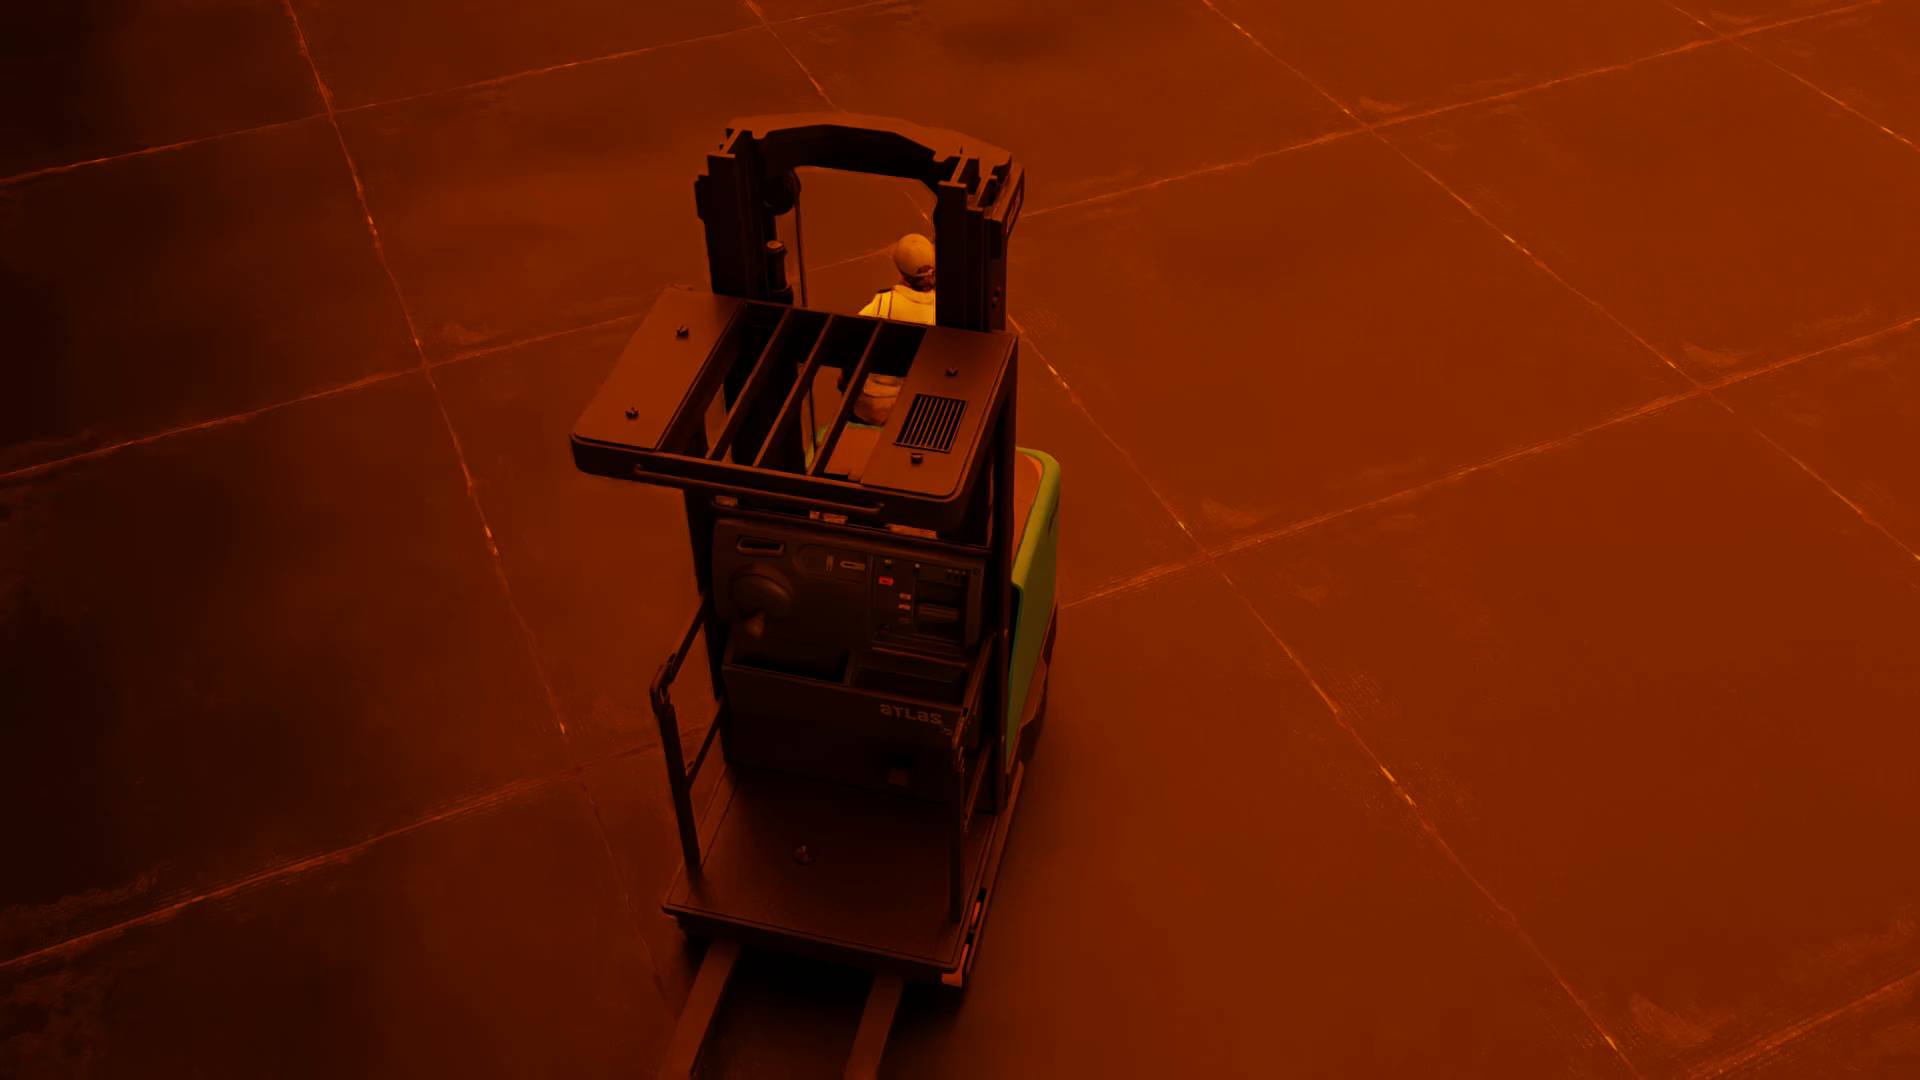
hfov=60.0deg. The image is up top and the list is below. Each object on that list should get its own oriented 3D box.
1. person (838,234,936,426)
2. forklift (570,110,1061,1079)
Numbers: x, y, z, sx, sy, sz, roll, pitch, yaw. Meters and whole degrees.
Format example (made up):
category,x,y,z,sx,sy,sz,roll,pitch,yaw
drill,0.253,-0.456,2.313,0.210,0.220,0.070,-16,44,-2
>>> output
category,x,y,z,sx,sy,sz,roll,pitch,yaw
person,-0.213,-0.797,7.527,0.709,1.552,0.685,-9,44,-9
forklift,-0.428,0.265,5.396,1.130,2.935,3.031,9,44,10
